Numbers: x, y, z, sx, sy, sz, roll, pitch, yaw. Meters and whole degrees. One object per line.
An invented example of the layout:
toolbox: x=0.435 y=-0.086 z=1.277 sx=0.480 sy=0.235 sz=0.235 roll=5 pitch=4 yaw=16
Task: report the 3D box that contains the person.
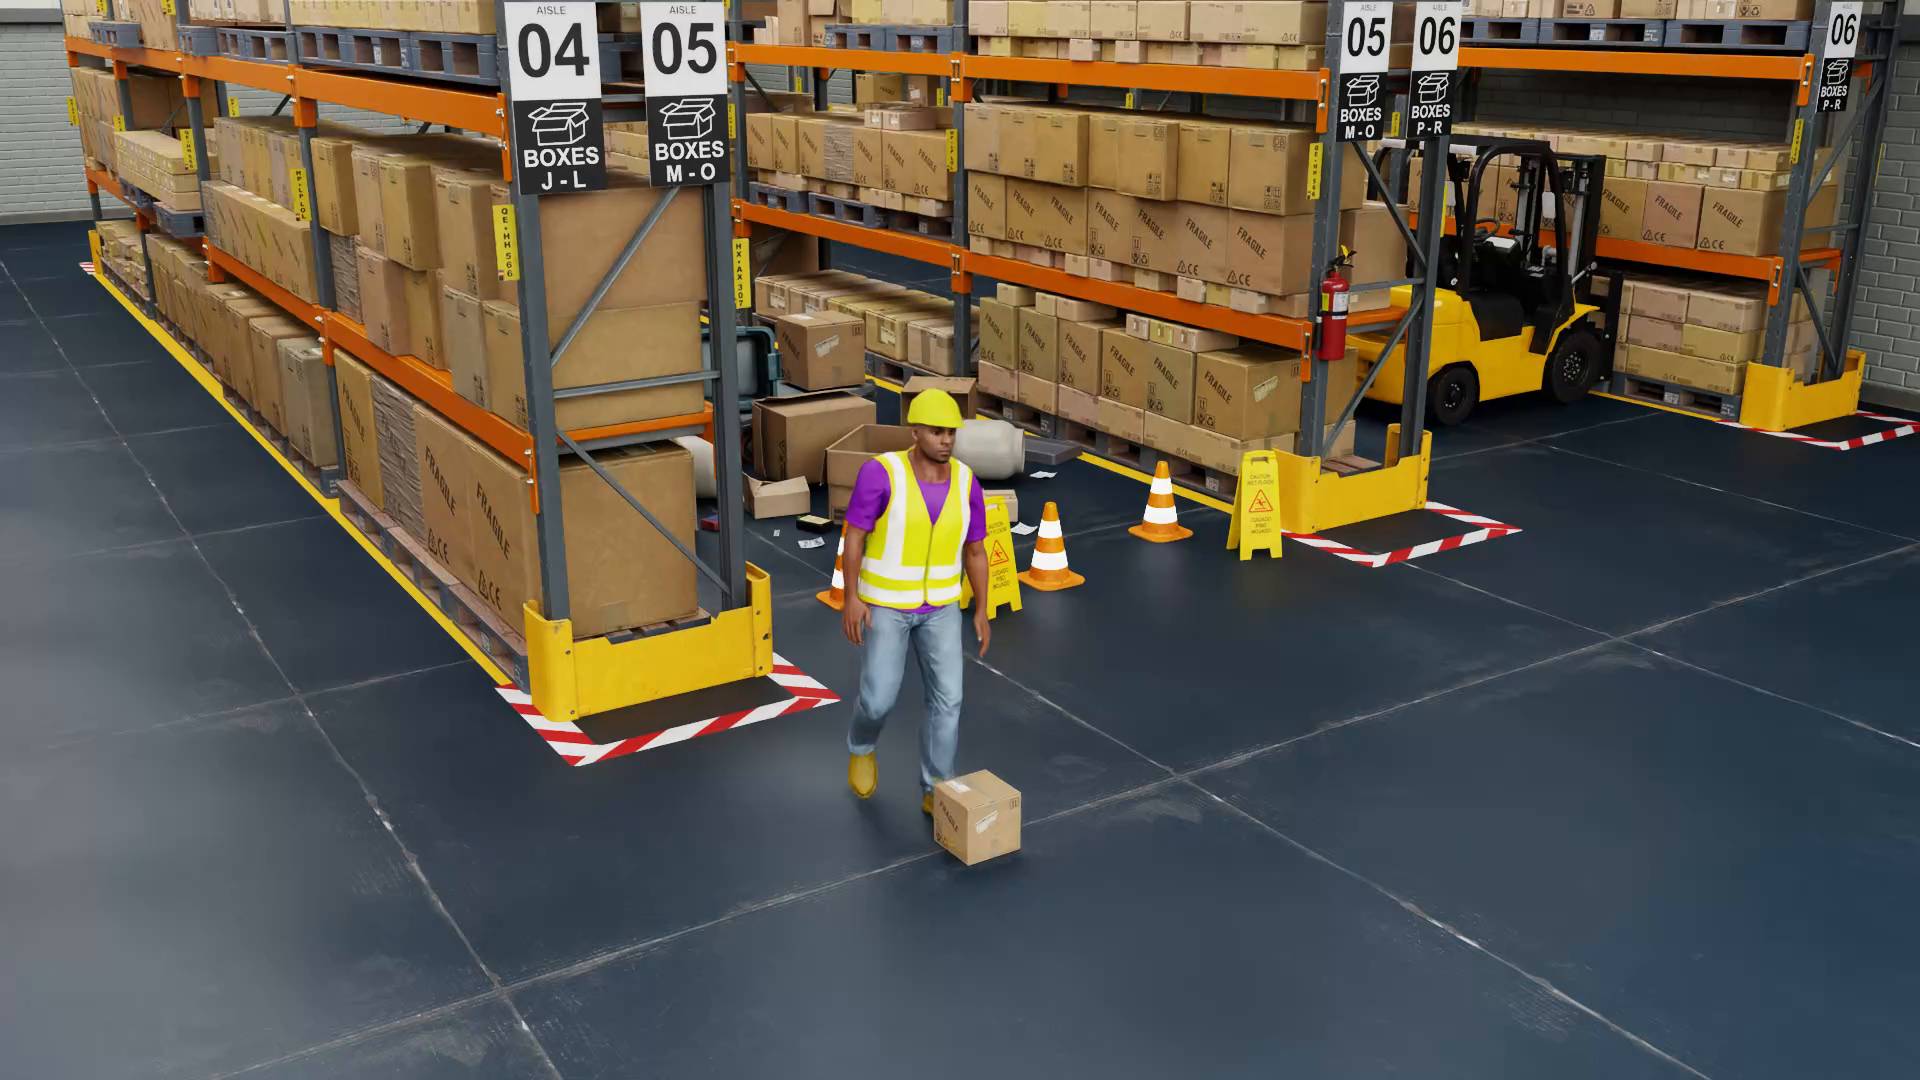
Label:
person: x=-0.151 y=0.271 z=6.712 sx=0.607 sy=1.755 sz=0.674 roll=-9 pitch=20 yaw=-25
